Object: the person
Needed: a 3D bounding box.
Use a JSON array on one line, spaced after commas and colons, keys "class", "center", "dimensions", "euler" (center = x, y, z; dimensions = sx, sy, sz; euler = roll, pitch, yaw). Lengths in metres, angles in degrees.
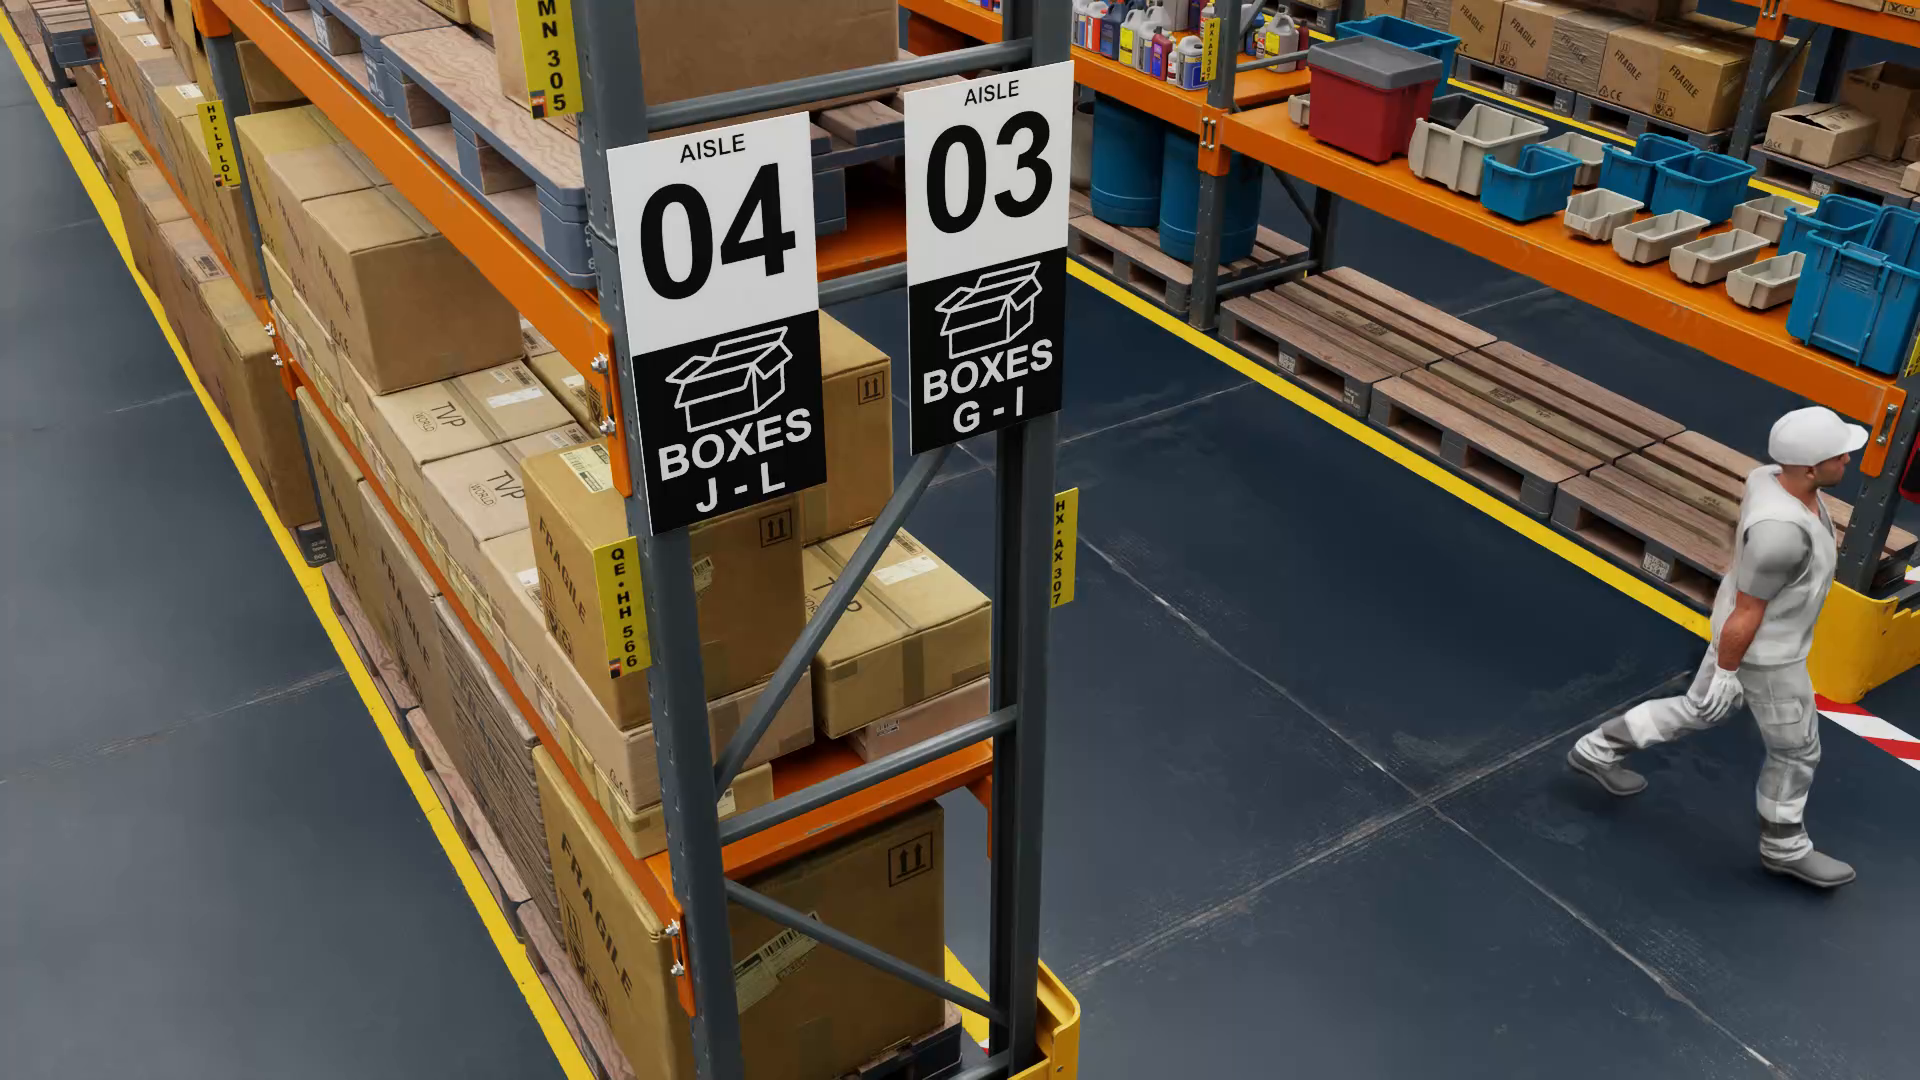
[{"class": "person", "center": [2.695, 0.330, 5.602], "dimensions": [0.998, 1.755, 0.597], "euler": [12, 34, 18]}]
